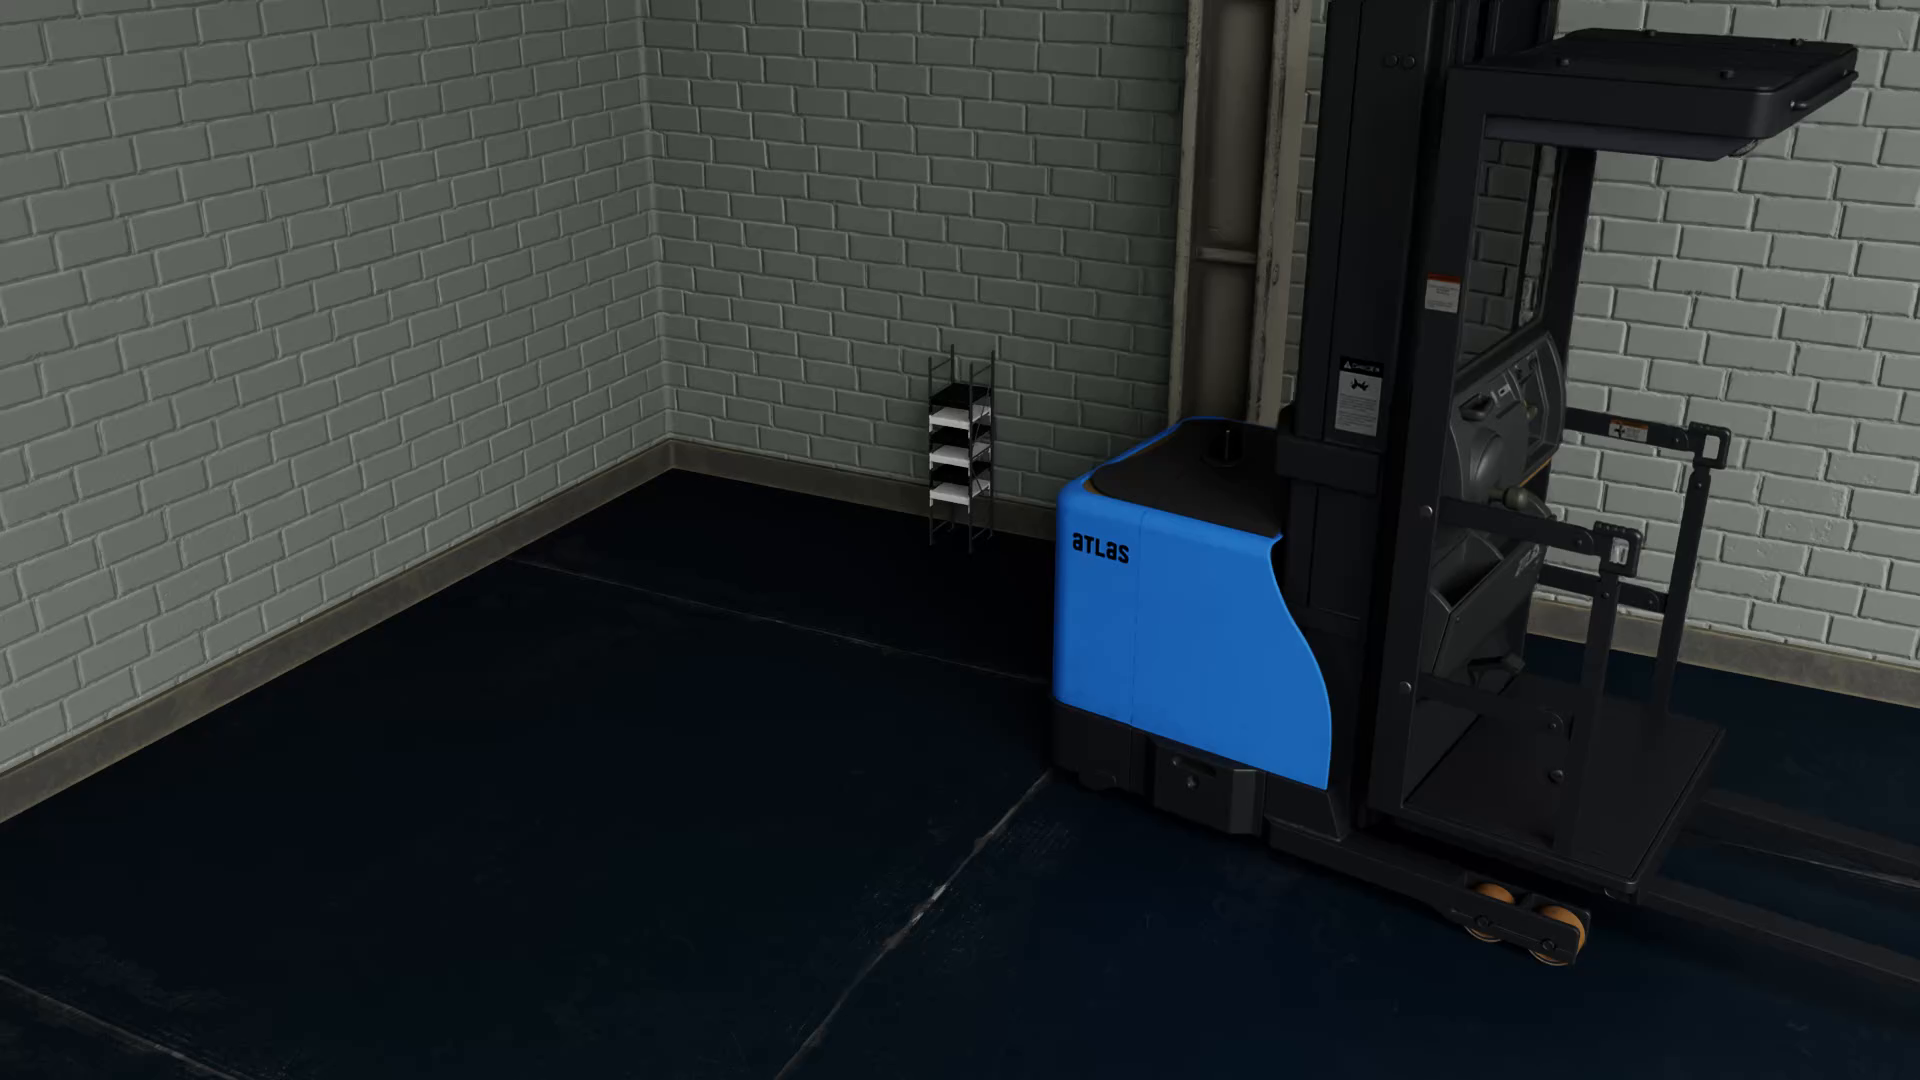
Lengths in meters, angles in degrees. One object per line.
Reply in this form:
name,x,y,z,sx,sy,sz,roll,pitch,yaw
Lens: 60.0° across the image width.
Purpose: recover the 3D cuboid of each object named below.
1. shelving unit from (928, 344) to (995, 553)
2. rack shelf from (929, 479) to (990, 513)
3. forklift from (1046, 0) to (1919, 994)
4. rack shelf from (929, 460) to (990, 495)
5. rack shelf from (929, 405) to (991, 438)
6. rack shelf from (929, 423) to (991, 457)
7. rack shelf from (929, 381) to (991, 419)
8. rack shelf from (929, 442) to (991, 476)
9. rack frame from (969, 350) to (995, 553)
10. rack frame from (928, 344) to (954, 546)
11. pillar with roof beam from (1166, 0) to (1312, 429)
shelving unit,0.007,-0.413,7.571,0.210,0.900,0.258,11,25,25
rack shelf,0.007,-0.216,7.654,0.200,0.077,0.258,11,25,25
forklift,1.794,-0.348,4.822,3.031,2.935,1.130,16,28,32
rack shelf,0.007,-0.299,7.619,0.200,0.077,0.258,11,25,25
rack shelf,0.007,-0.548,7.513,0.200,0.077,0.258,11,25,25
rack shelf,0.007,-0.465,7.548,0.200,0.077,0.258,11,25,25
rack shelf,0.007,-0.630,7.478,0.200,0.077,0.258,11,25,25
rack shelf,0.007,-0.382,7.584,0.200,0.077,0.258,11,25,25
rack frame,0.098,-0.395,7.528,0.006,0.900,0.240,11,25,25
rack frame,-0.083,-0.431,7.613,0.006,0.900,0.240,11,25,25
pillar with roof beam,-0.834,-2.447,2.004,0.400,9.000,9.100,11,25,25
